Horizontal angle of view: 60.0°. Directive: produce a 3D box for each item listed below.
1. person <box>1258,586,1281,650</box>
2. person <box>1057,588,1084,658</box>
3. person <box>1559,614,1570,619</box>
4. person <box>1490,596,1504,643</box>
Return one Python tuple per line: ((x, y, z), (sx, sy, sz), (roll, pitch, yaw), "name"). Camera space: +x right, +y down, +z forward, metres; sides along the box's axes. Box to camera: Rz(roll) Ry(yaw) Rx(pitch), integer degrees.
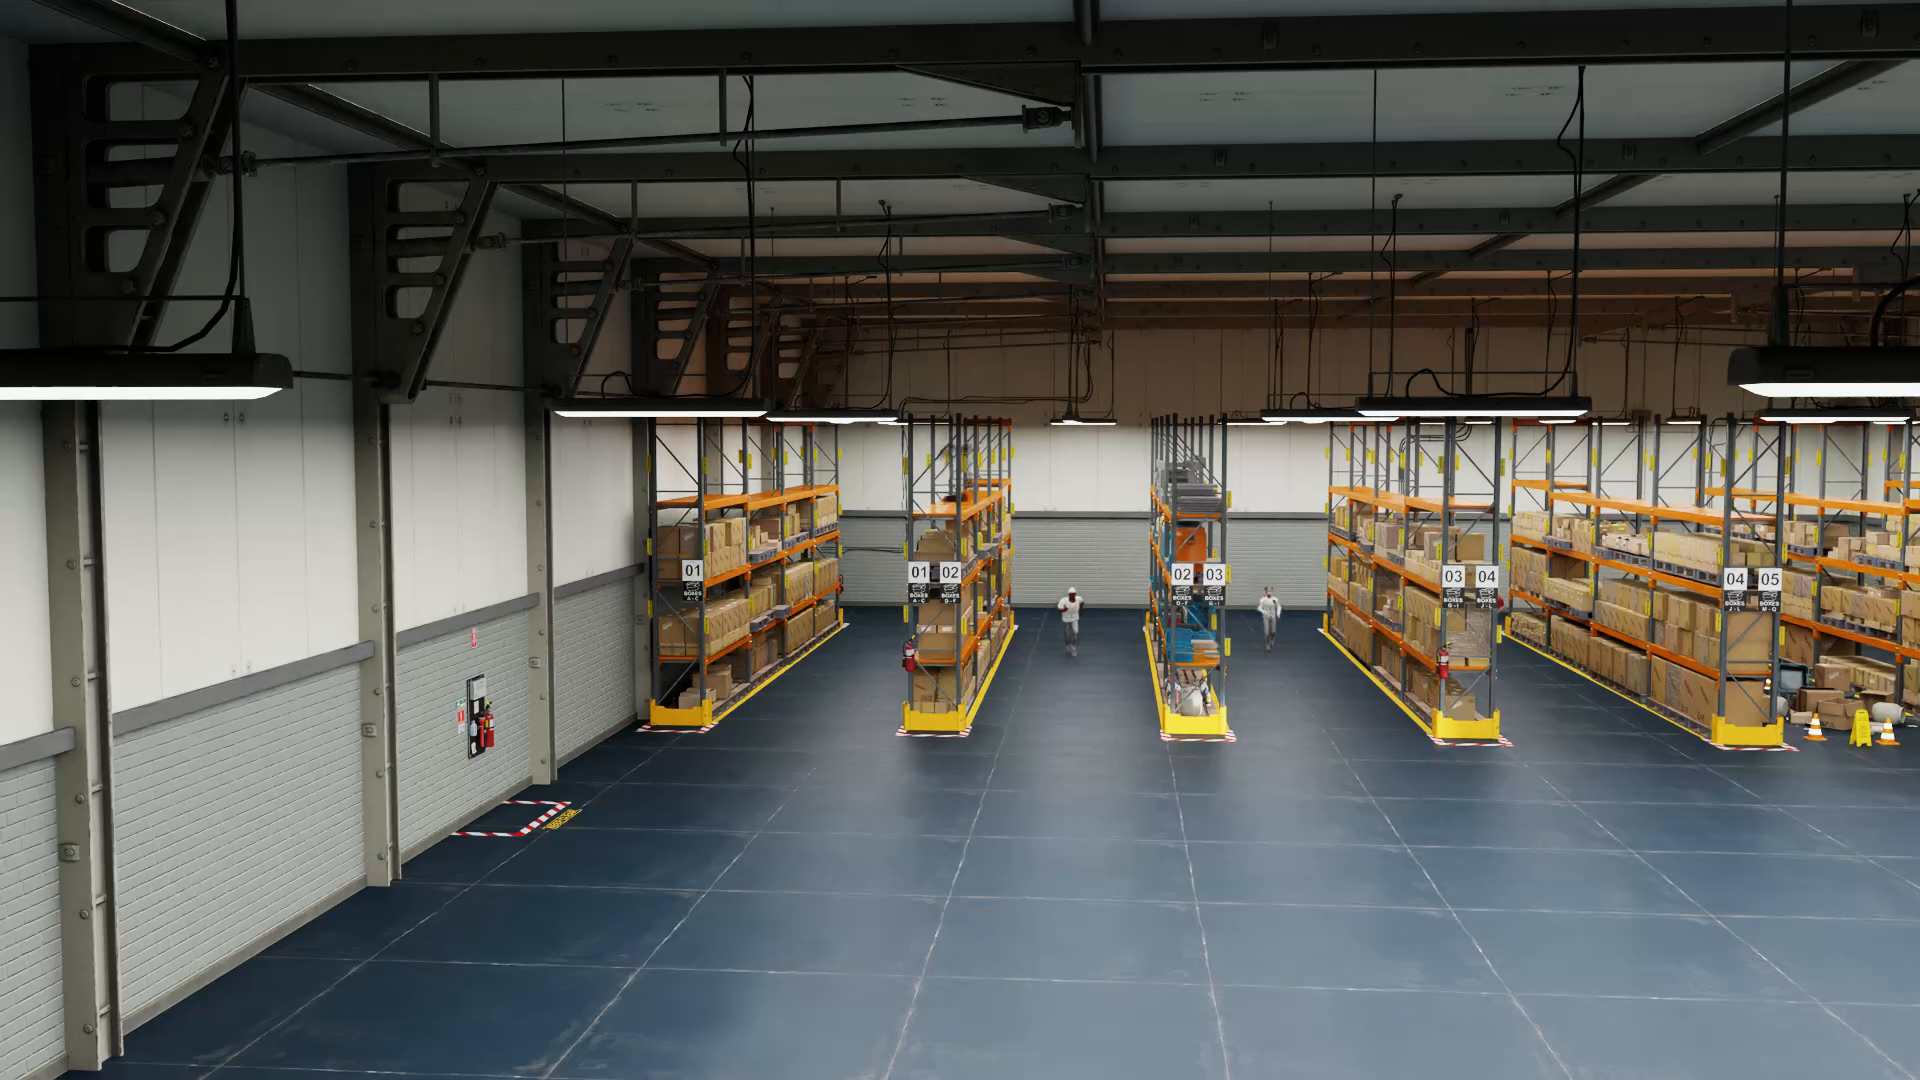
((7.986, 2.016, 42.843), (0.605, 1.659, 0.538), (0, 4, 5), "person")
((2.775, 2.054, 41.808), (0.689, 1.764, 0.951), (0, 4, -1), "person")
((17.025, 1.742, 46.371), (0.736, 1.710, 0.580), (-3, 5, -33), "person")
((13.576, 2.020, 42.506), (0.629, 1.661, 0.698), (0, 4, 7), "person")
